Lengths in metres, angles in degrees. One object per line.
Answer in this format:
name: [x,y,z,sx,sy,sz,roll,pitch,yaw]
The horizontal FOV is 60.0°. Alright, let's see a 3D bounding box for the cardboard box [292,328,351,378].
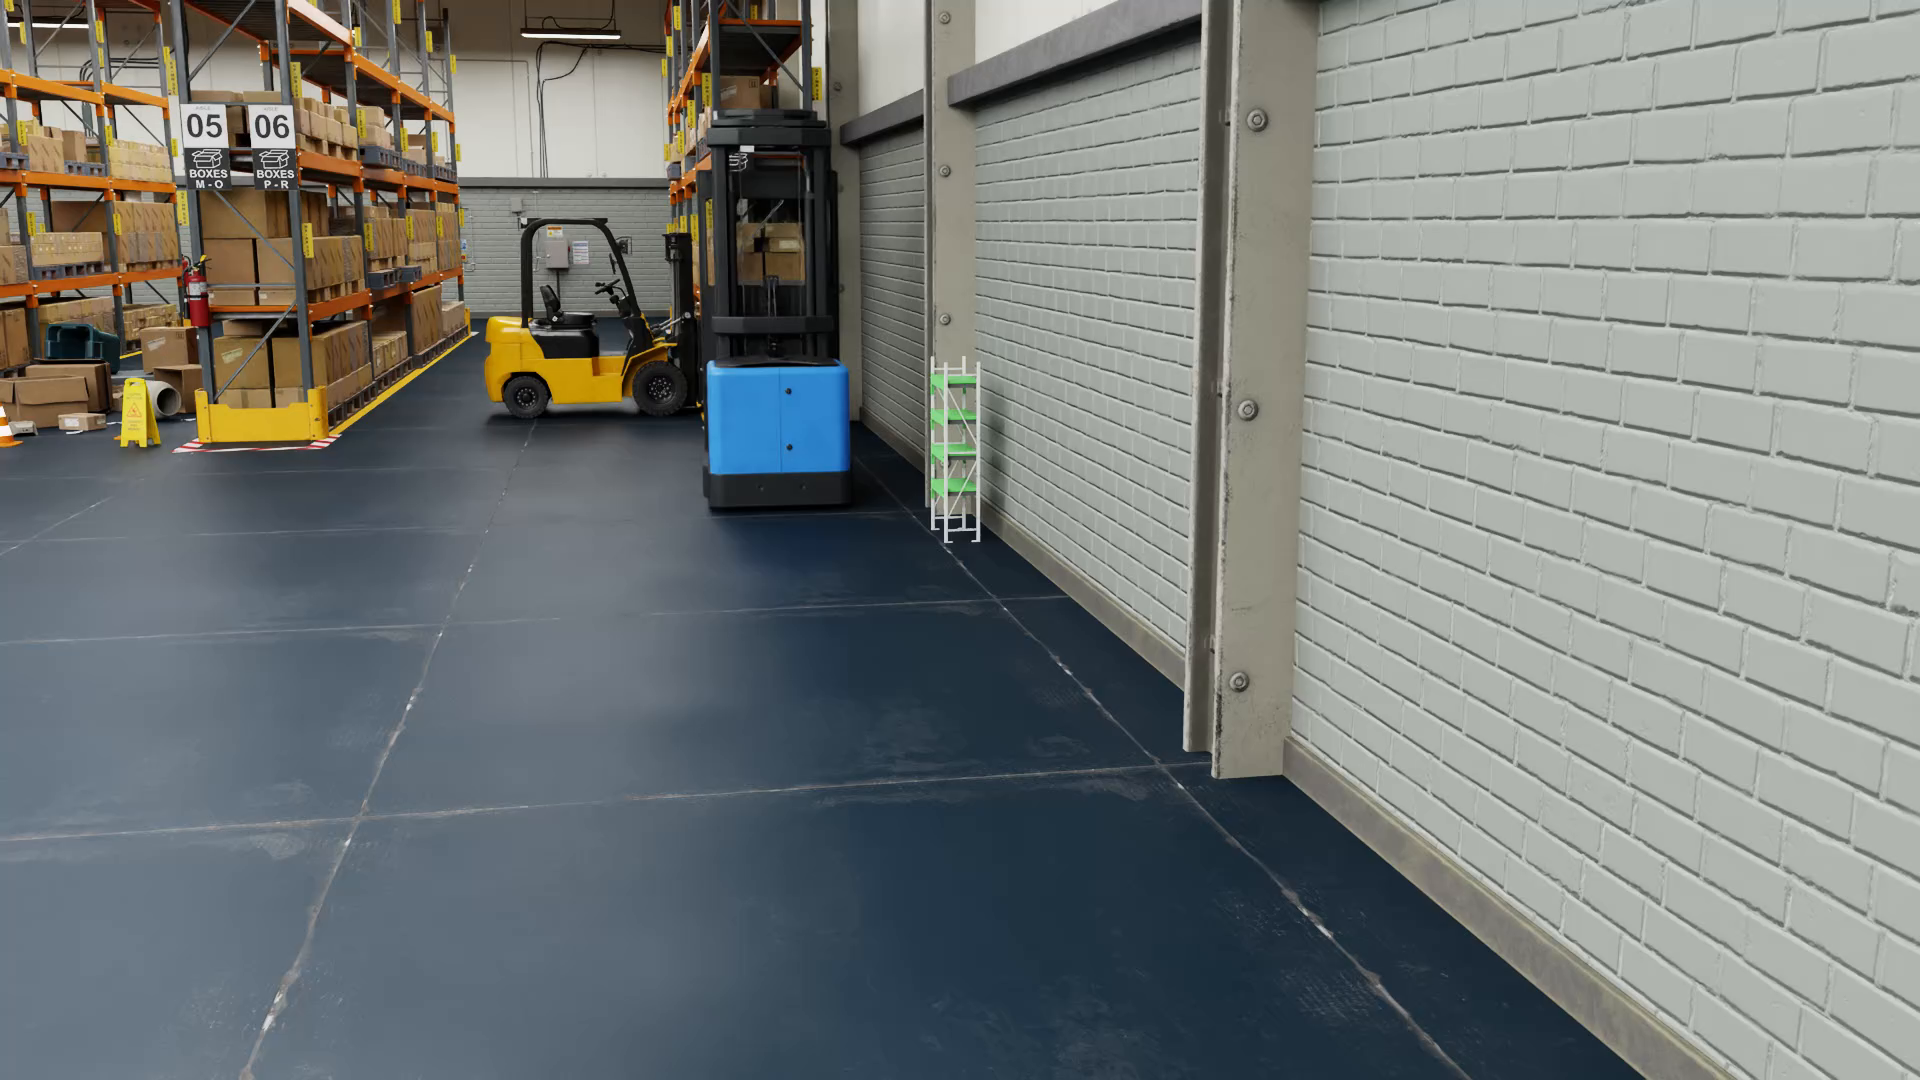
cardboard box: [-6.943,-2.032,18.076,0.500,0.500,0.500,-2,11,-10]

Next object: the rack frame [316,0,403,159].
rack frame: [-8.413,-6.872,23.236,1.000,3.000,0.127,-2,11,-11]

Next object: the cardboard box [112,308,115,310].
cardboard box: [-14.618,-3.900,28.576,0.380,0.149,0.250,-2,11,-11]

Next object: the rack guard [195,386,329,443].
rack guard: [-6.872,-1.244,16.395,1.175,0.500,0.348,-2,11,-11]

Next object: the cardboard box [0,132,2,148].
cardboard box: [-12.751,-5.231,21.483,0.500,0.311,0.500,-2,11,-11]

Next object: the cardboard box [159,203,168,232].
cardboard box: [-14.373,-5.712,29.450,0.500,0.500,0.500,-3,11,-13]

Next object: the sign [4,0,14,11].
sign: [-12.705,-7.231,22.200,0.100,0.325,0.005,-2,11,-11]

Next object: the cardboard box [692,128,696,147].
cardboard box: [-3.146,-5.182,21.224,0.500,0.311,0.500,-2,11,-13]

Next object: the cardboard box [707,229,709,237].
cardboard box: [-2.612,-3.441,18.457,0.380,0.149,0.250,-2,11,-10]

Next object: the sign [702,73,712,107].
sign: [-2.524,-4.492,16.593,0.100,0.325,0.005,-2,11,-11]

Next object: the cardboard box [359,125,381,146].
cardboard box: [-7.355,-4.919,20.276,0.500,0.250,0.500,-2,11,-13]

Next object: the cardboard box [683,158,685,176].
cardboard box: [-3.883,-5.591,24.930,0.500,0.250,0.500,-2,11,-13]

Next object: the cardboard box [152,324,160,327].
cardboard box: [-14.176,-3.675,28.986,0.380,0.149,0.250,-2,11,-10]

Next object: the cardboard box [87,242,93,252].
cardboard box: [-13.658,-4.530,25.725,0.380,0.149,0.250,-2,11,-9]

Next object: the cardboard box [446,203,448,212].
cardboard box: [-9.400,-5.961,29.815,0.380,0.149,0.250,-2,11,-10]

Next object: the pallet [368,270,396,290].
pallet: [-7.641,-3.243,20.724,1.003,0.211,1.213,-2,11,-11]

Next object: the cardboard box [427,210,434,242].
cardboard box: [-8.750,-5.032,26.668,0.500,0.500,0.500,-2,11,-10]

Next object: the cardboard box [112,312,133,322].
cardboard box: [-13.886,-3.682,27.428,0.380,0.149,0.250,-2,11,-8]

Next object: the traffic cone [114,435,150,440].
traffic cone: [-8.206,-1.244,16.493,0.336,0.463,0.334,-2,11,-11]

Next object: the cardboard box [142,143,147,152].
cardboard box: [-14.234,-6.749,28.607,0.380,0.149,0.250,-2,11,-10]

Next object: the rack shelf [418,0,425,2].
rack shelf: [-8.802,-8.518,24.919,1.077,0.370,4.000,-2,11,-11]

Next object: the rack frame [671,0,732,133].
rack frame: [-4.323,-7.787,28.042,1.000,3.000,0.127,-2,11,-11]

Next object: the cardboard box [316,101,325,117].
cardboard box: [-6.867,-4.508,17.374,0.380,0.149,0.250,-2,11,-9]

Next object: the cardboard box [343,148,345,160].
cardboard box: [-7.311,-4.445,19.179,0.380,0.149,0.250,-2,11,-10]

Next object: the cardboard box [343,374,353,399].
cardboard box: [-6.953,-1.665,18.152,0.500,0.250,0.500,-1,11,-7]

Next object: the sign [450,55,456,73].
sign: [-9.434,-8.854,30.940,0.100,0.325,0.005,-2,11,-11]

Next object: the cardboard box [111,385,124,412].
cardboard box: [-9.582,-1.621,19.003,0.396,0.266,0.258,9,14,38]

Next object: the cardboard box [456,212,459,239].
cardboard box: [-9.641,-5.853,30.983,0.500,0.500,0.500,-2,11,-9]

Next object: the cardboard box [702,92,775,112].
cardboard box: [-2.491,-4.791,18.658,0.797,0.503,0.637,-2,11,-9]

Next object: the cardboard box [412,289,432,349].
cardboard box: [-8.635,-3.381,25.498,0.875,0.875,0.875,-2,11,-10]

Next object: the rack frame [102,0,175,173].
rack frame: [-14.805,-8.141,29.901,1.000,3.000,0.127,-2,11,-11]

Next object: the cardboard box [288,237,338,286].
cardboard box: [-6.881,-2.938,17.549,0.500,0.500,0.500,-2,11,-12]

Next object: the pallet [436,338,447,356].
pallet: [-8.967,-3.150,27.183,1.003,0.211,1.213,-2,11,-11]

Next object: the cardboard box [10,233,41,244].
cardboard box: [-13.203,-4.243,23.423,0.380,0.149,0.250,-2,11,-13]

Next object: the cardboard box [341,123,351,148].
cardboard box: [-7.186,-4.574,18.787,0.500,0.250,0.500,-2,11,-12]

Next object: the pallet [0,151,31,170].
pallet: [-13.071,-4.991,21.880,1.213,0.211,1.003,-2,11,-8]

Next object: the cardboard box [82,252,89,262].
cardboard box: [-13.609,-4.338,25.515,0.380,0.149,0.250,-3,11,-14]

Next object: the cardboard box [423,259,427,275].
cardboard box: [-8.574,-4.231,25.803,0.500,0.250,0.500,-2,11,-11]

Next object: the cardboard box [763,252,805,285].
cardboard box: [-1.813,-2.789,17.561,0.500,0.500,0.500,-2,11,-9]

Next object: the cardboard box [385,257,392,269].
cardboard box: [-7.659,-3.627,21.780,0.380,0.149,0.250,-2,11,-9]

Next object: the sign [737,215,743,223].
sign: [-3.779,-5.430,28.604,0.100,0.325,0.005,-2,11,-11]

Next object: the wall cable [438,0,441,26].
wall cable: [-12.379,-12.576,35.552,2.355,3.000,0.029,-2,11,-11]

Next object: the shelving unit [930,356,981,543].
shelving unit: [-0.032,-0.620,11.244,0.258,1.200,0.503,-2,11,-11]

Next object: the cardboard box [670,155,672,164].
cardboard box: [-4.638,-6.328,27.677,0.380,0.149,0.250,-2,11,-10]

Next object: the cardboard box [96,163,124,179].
cardboard box: [-13.858,-5.955,26.838,0.500,0.250,0.500,-2,11,-8]

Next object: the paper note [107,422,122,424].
paper note: [-9.011,-1.256,17.744,0.148,0.019,0.142,2,11,9]

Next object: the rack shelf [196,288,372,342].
rack shelf: [-7.246,-2.471,18.082,1.077,0.370,4.000,-2,11,-11]

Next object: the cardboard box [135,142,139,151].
cardboard box: [-14.118,-6.654,28.109,0.380,0.149,0.250,-2,11,-13]

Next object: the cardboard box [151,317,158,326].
cardboard box: [-14.093,-3.772,28.700,0.380,0.149,0.250,-2,11,-10]

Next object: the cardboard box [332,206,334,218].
cardboard box: [-8.169,-4.164,21.128,0.380,0.149,0.250,-3,11,-13]

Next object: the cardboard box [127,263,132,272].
cardboard box: [-14.034,-4.542,27.711,0.380,0.149,0.250,-3,11,-14]

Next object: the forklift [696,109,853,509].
forklift: [-1.534,-1.897,13.326,1.130,2.935,3.031,-2,11,-9]
